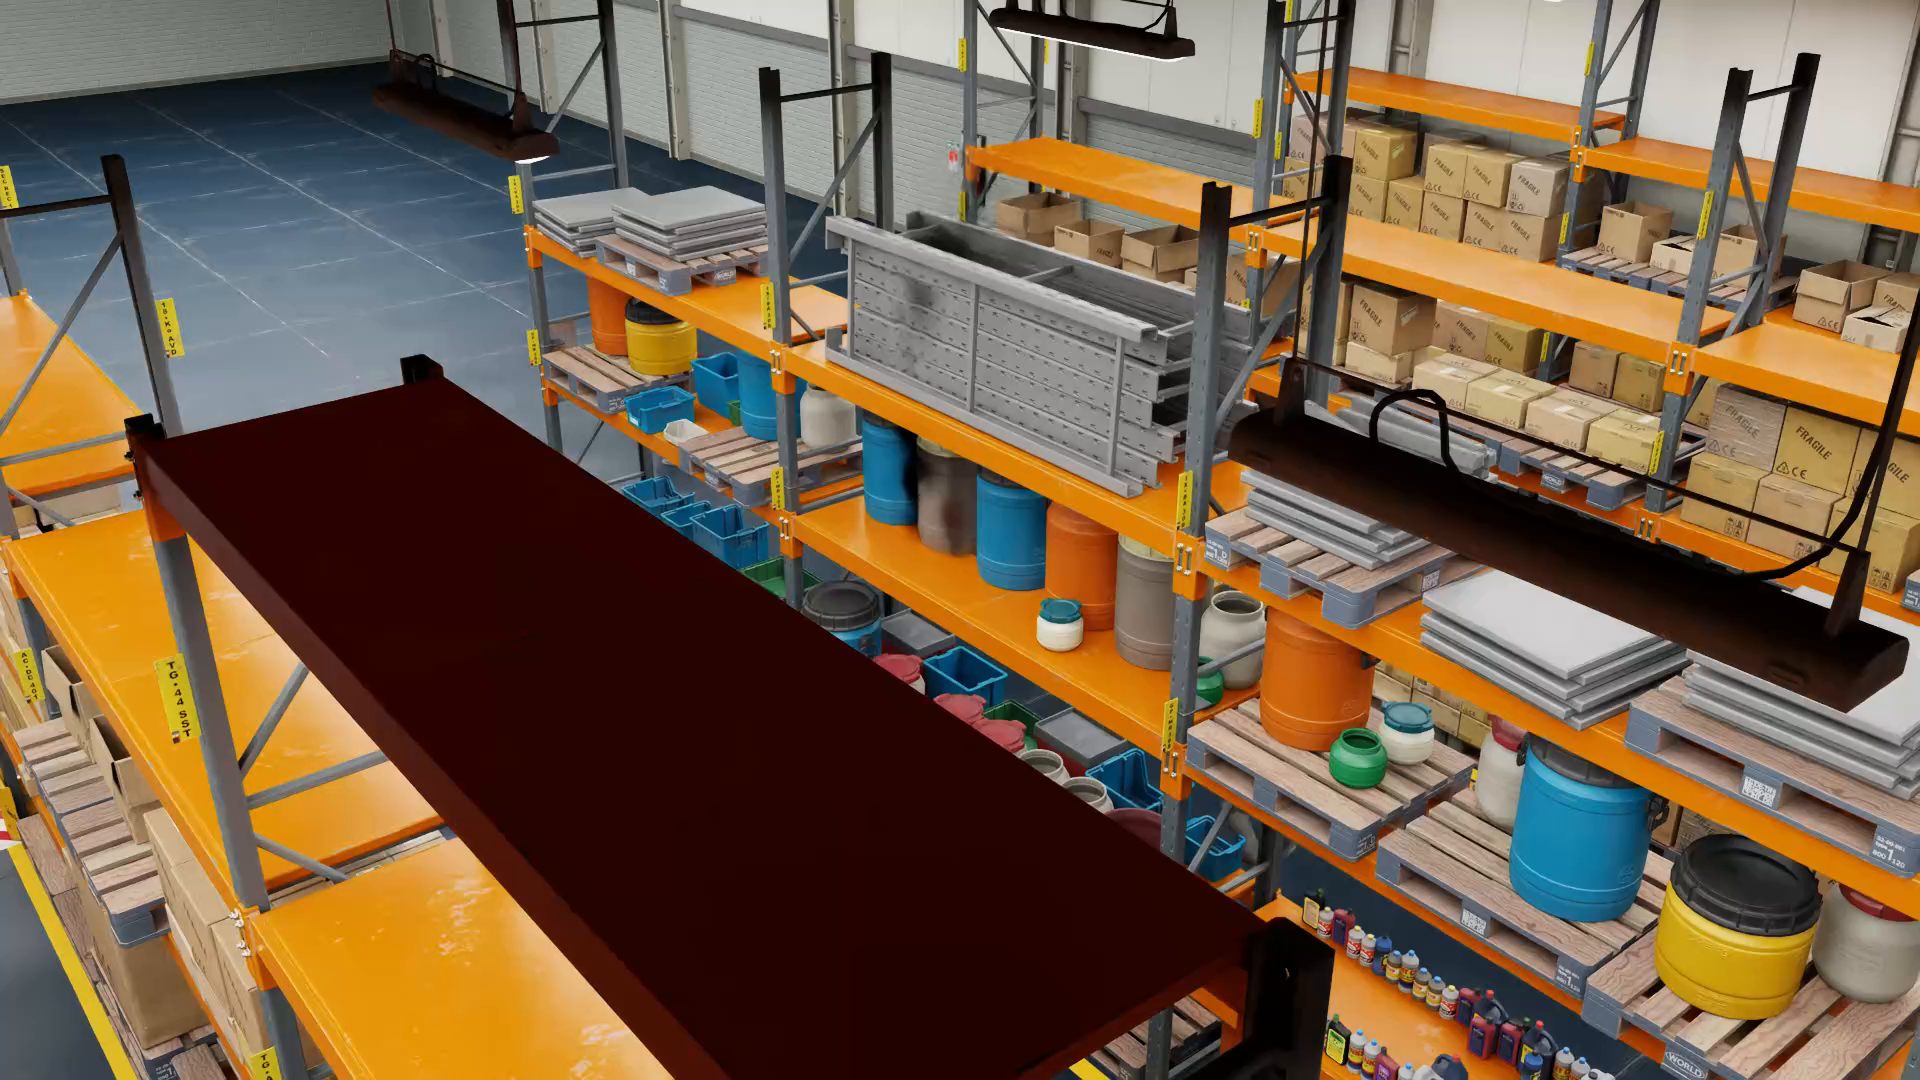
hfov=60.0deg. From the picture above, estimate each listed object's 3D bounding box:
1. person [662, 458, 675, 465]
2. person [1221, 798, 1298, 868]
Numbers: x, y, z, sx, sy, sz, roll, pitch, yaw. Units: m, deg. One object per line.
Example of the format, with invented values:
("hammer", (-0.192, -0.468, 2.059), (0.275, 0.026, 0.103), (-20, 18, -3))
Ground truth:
("person", (-3.286, -1.730, 19.902), (0.706, 1.681, 0.680), (-11, 28, -22))
("person", (2.225, 1.698, 12.169), (0.672, 1.715, 0.598), (-20, 32, -35))
